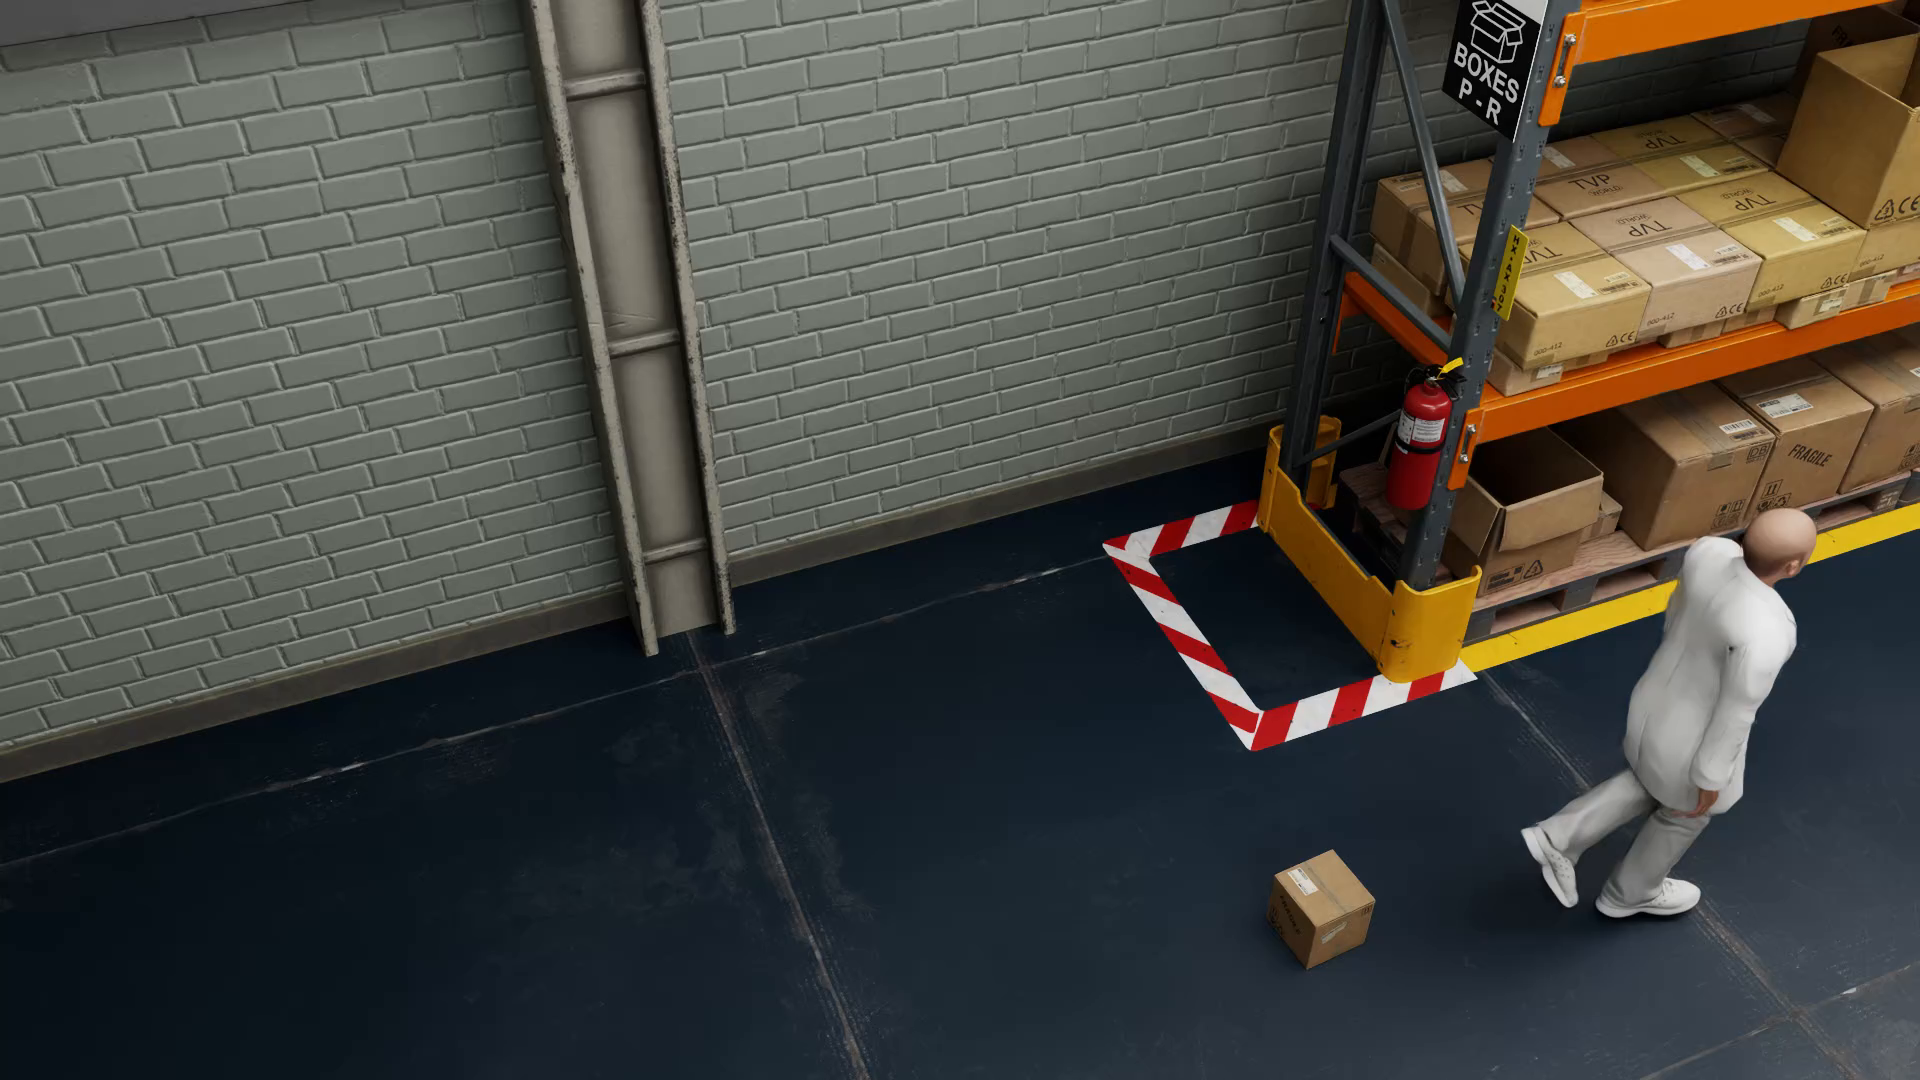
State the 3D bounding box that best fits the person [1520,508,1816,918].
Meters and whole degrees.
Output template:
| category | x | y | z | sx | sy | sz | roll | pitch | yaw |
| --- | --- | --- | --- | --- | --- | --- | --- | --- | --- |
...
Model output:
| category | x | y | z | sx | sy | sz | roll | pitch | yaw |
| --- | --- | --- | --- | --- | --- | --- | --- | --- | --- |
| person | 2.303 | 0.591 | 5.468 | 0.694 | 1.758 | 0.616 | -1 | 41 | -1 |
